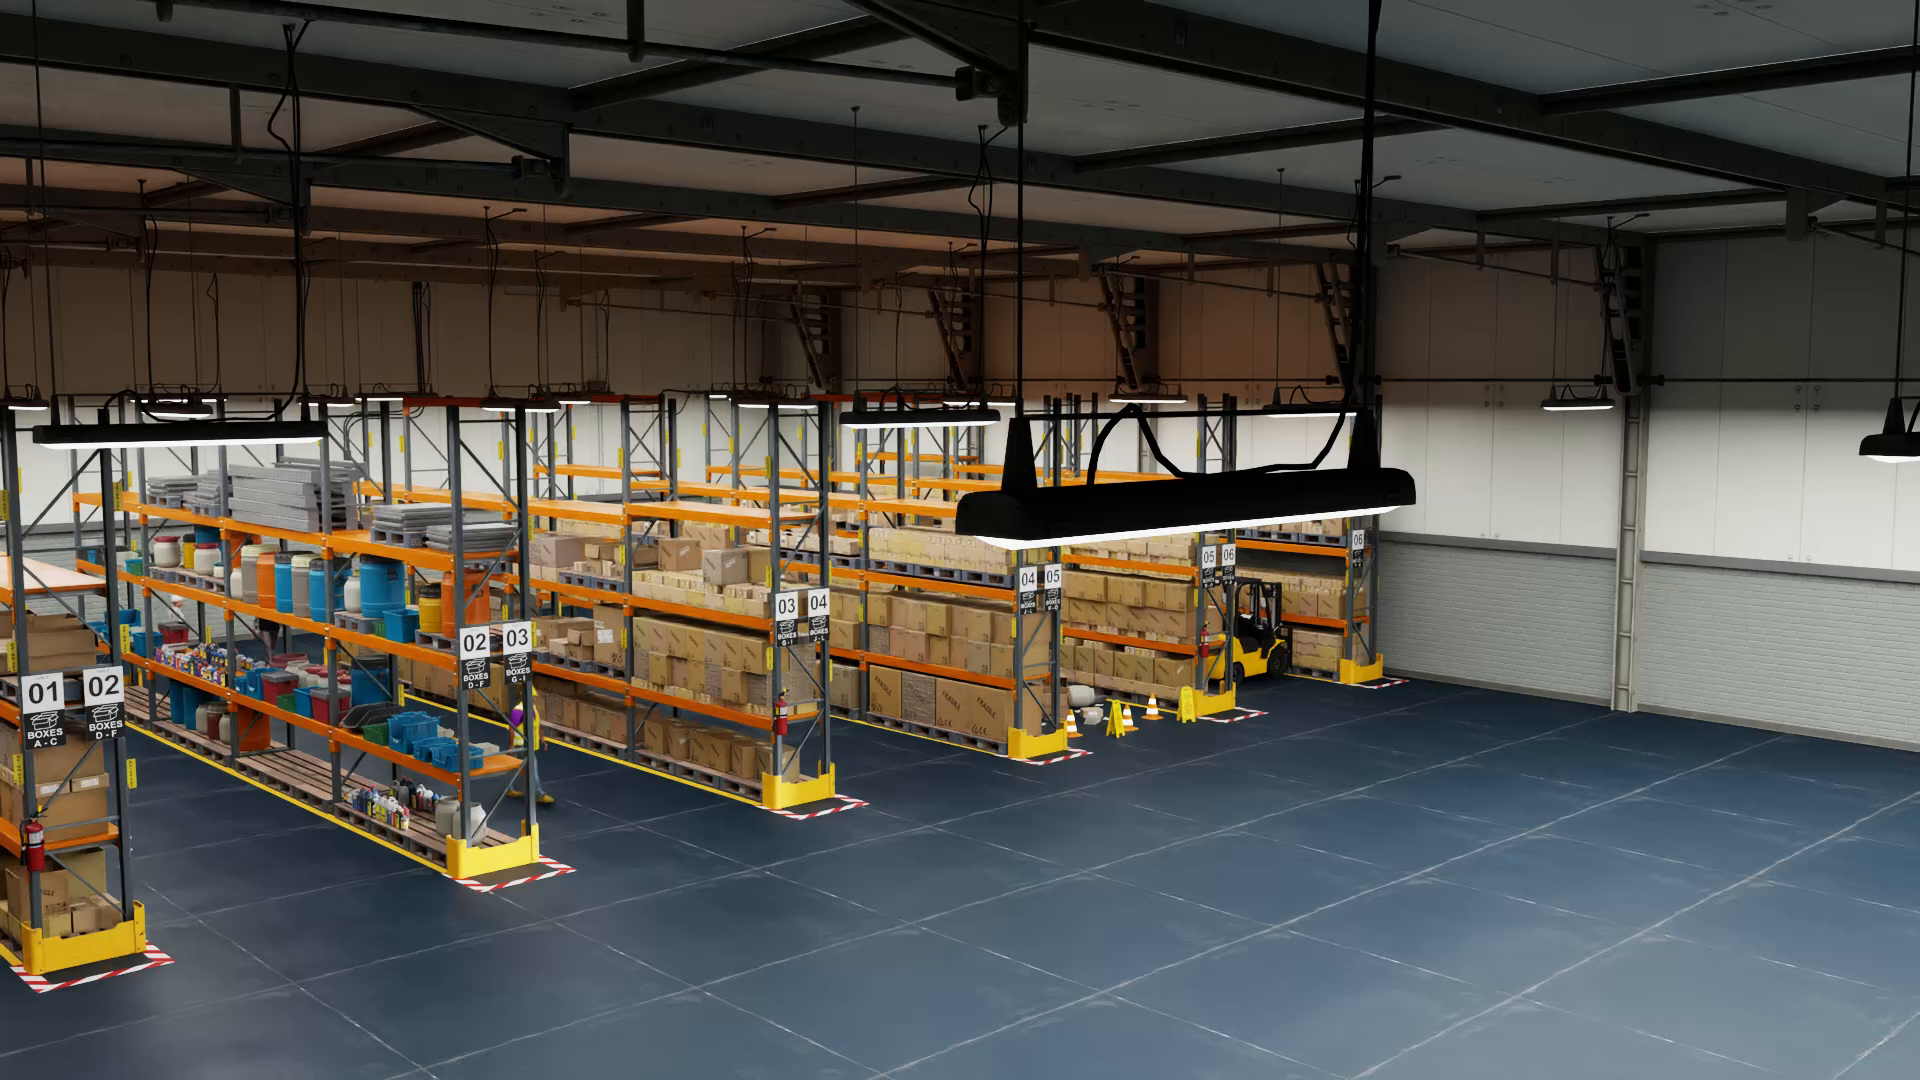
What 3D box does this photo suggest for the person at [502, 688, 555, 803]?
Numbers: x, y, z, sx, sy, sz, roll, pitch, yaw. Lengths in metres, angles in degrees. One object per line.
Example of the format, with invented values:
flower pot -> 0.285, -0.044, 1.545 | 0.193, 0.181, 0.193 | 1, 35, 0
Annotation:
person -> -6.460, 3.036, 24.951 | 0.998, 1.709, 0.597 | 1, 6, 12

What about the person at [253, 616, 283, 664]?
person -> -15.092, 1.976, 36.353 | 0.622, 1.664, 1.074 | -5, 7, -40

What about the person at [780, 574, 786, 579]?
person -> -4.121, 1.706, 38.903 | 0.426, 1.835, 0.612 | 0, 6, -1

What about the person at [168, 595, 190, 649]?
person -> -16.495, 2.038, 35.029 | 0.583, 1.788, 0.433 | 5, 8, 45
